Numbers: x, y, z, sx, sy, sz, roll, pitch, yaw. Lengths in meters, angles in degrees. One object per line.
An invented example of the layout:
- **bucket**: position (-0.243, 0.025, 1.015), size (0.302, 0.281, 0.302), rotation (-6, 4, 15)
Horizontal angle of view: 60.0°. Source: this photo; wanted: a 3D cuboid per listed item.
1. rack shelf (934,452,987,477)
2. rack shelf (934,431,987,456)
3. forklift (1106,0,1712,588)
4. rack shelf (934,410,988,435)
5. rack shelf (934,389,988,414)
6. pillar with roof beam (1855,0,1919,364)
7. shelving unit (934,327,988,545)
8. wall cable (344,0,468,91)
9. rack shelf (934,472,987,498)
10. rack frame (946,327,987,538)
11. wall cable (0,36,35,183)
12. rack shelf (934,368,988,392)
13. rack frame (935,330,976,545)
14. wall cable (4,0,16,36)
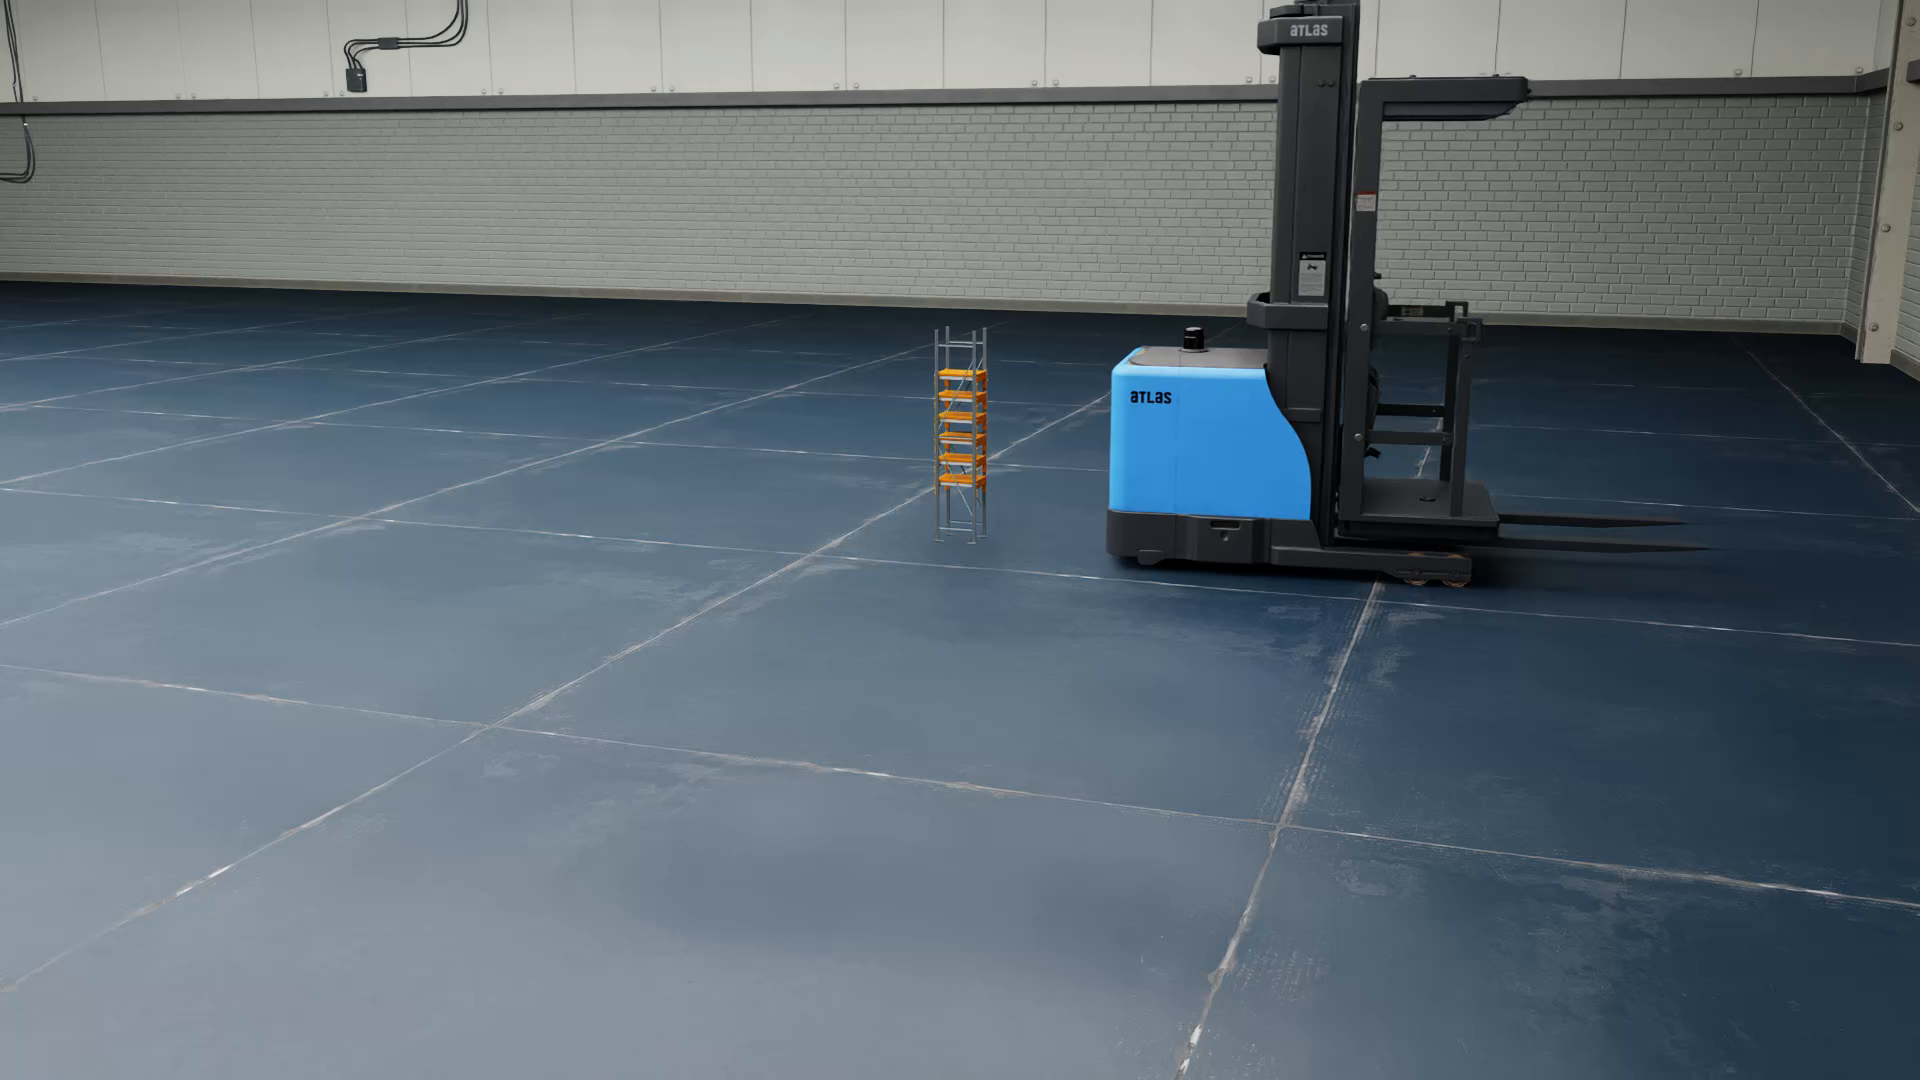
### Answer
- **rack shelf**: position (0.005, -0.428, 9.404), size (0.258, 0.103, 0.180), rotation (4, 14, 18)
- **rack shelf**: position (0.005, -0.545, 9.378), size (0.258, 0.103, 0.180), rotation (4, 14, 18)
- **forklift**: position (2.353, -1.317, 8.673), size (3.031, 2.935, 1.130), rotation (3, 13, 12)
- **rack shelf**: position (0.005, -0.662, 9.351), size (0.258, 0.103, 0.180), rotation (4, 14, 18)
- **rack shelf**: position (0.005, -0.779, 9.324), size (0.258, 0.103, 0.180), rotation (4, 14, 18)
- **pillar with roof beam**: position (5.782, -6.625, 18.292), size (9.100, 9.000, 0.400), rotation (4, 14, 18)
- **shelving unit**: position (0.005, -0.588, 9.368), size (0.258, 1.200, 0.189), rotation (4, 14, 18)
- **wall cable**: position (-8.768, -10.079, 25.783), size (2.305, 6.003, 0.169), rotation (4, 14, 18)
- **rack shelf**: position (0.005, -0.311, 9.431), size (0.258, 0.103, 0.180), rotation (4, 14, 18)
- **rack frame**: position (0.034, -0.607, 9.452), size (0.240, 1.200, 0.006), rotation (4, 14, 18)
- **wall cable**: position (-17.746, -7.594, 29.516), size (3.097, 2.526, 0.112), rotation (4, 14, 18)
- **rack shelf**: position (0.005, -0.896, 9.298), size (0.258, 0.103, 0.180), rotation (4, 14, 18)
- **rack frame**: position (-0.025, -0.569, 9.283), size (0.240, 1.200, 0.006), rotation (4, 14, 18)
- **wall cable**: position (-15.186, -9.862, 28.101), size (3.097, 2.526, 0.112), rotation (4, 14, 18)
